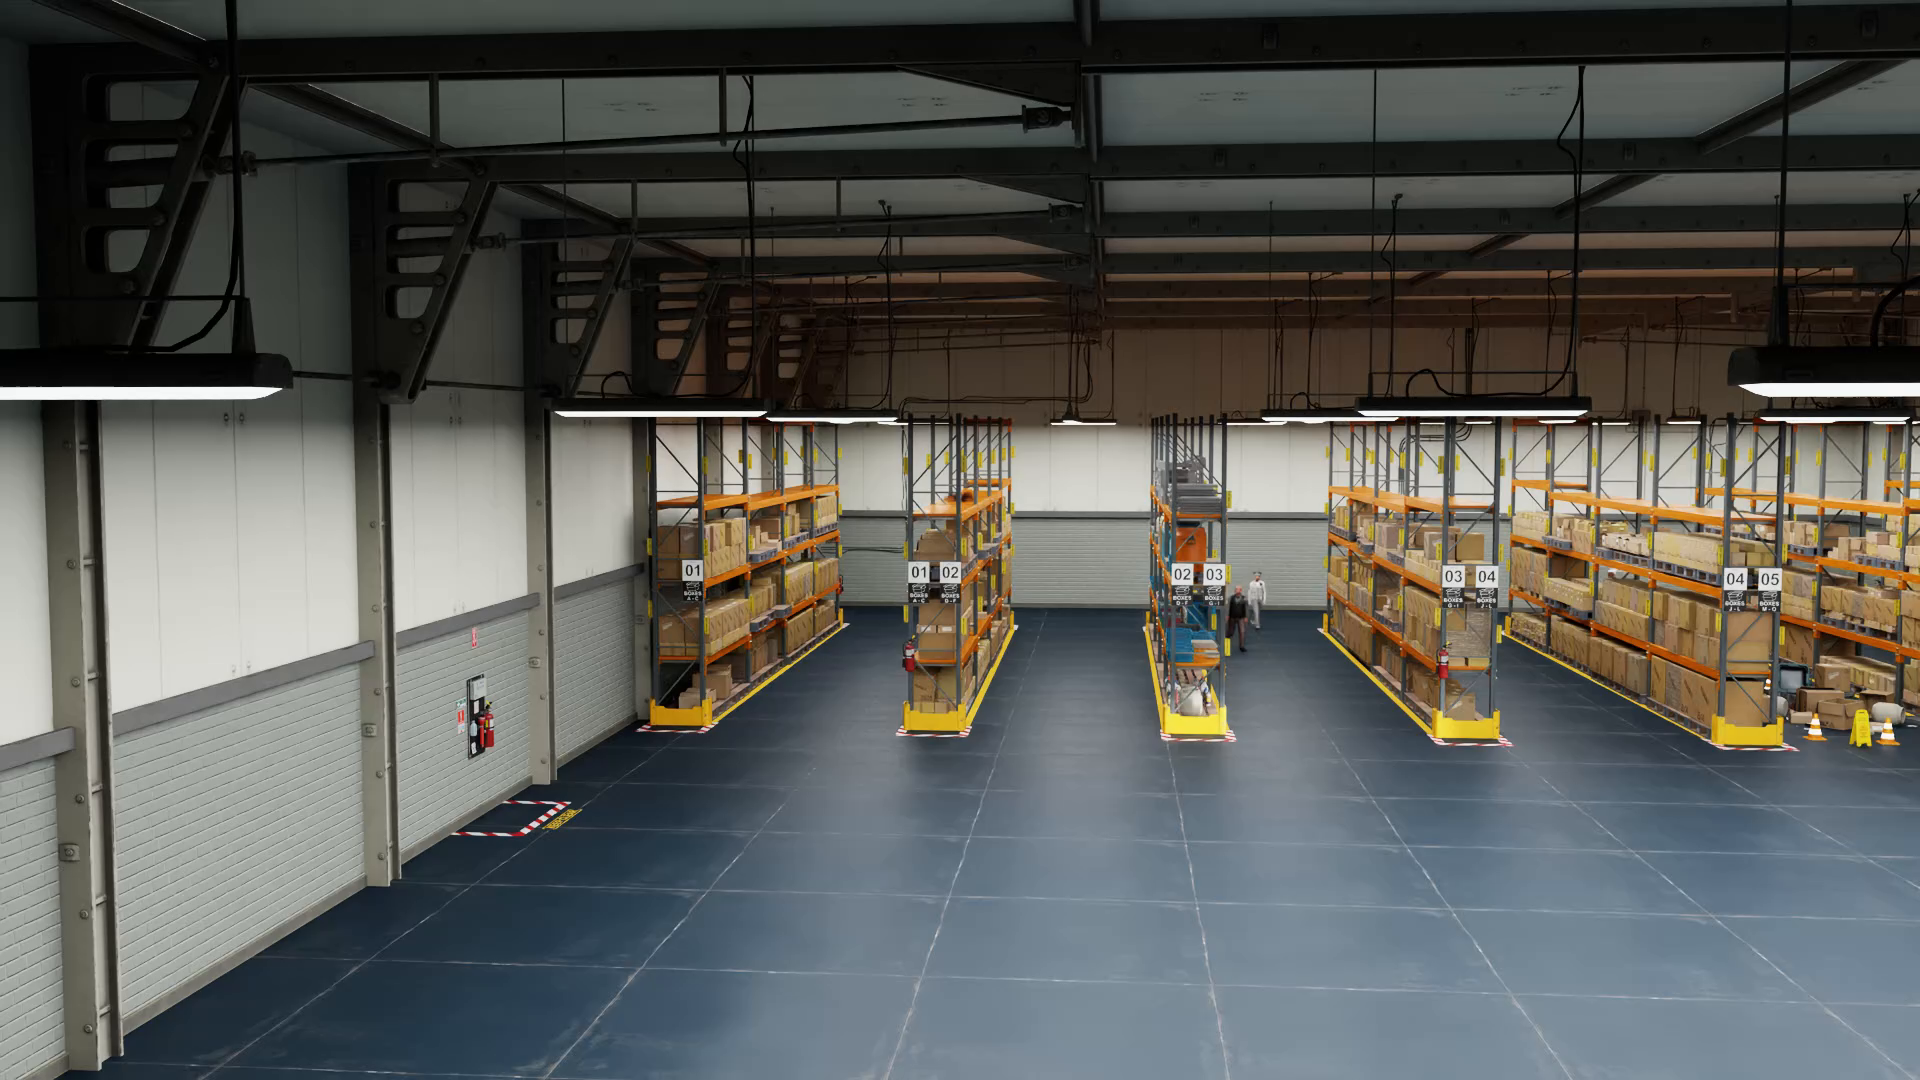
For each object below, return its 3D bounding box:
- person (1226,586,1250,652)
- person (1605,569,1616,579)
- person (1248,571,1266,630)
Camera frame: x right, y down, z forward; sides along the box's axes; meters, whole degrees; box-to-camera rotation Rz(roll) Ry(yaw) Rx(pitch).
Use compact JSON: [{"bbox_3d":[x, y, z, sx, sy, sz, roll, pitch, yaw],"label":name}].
[{"bbox_3d":[7.126,2.021,42.749,0.618,1.687,0.889,0,4,-6],"label":"person"},{"bbox_3d":[18.619,1.674,47.377,0.679,1.735,0.702,0,4,-5],"label":"person"},{"bbox_3d":[8.495,1.707,47.503,0.464,1.640,0.988,-1,4,-19],"label":"person"}]
